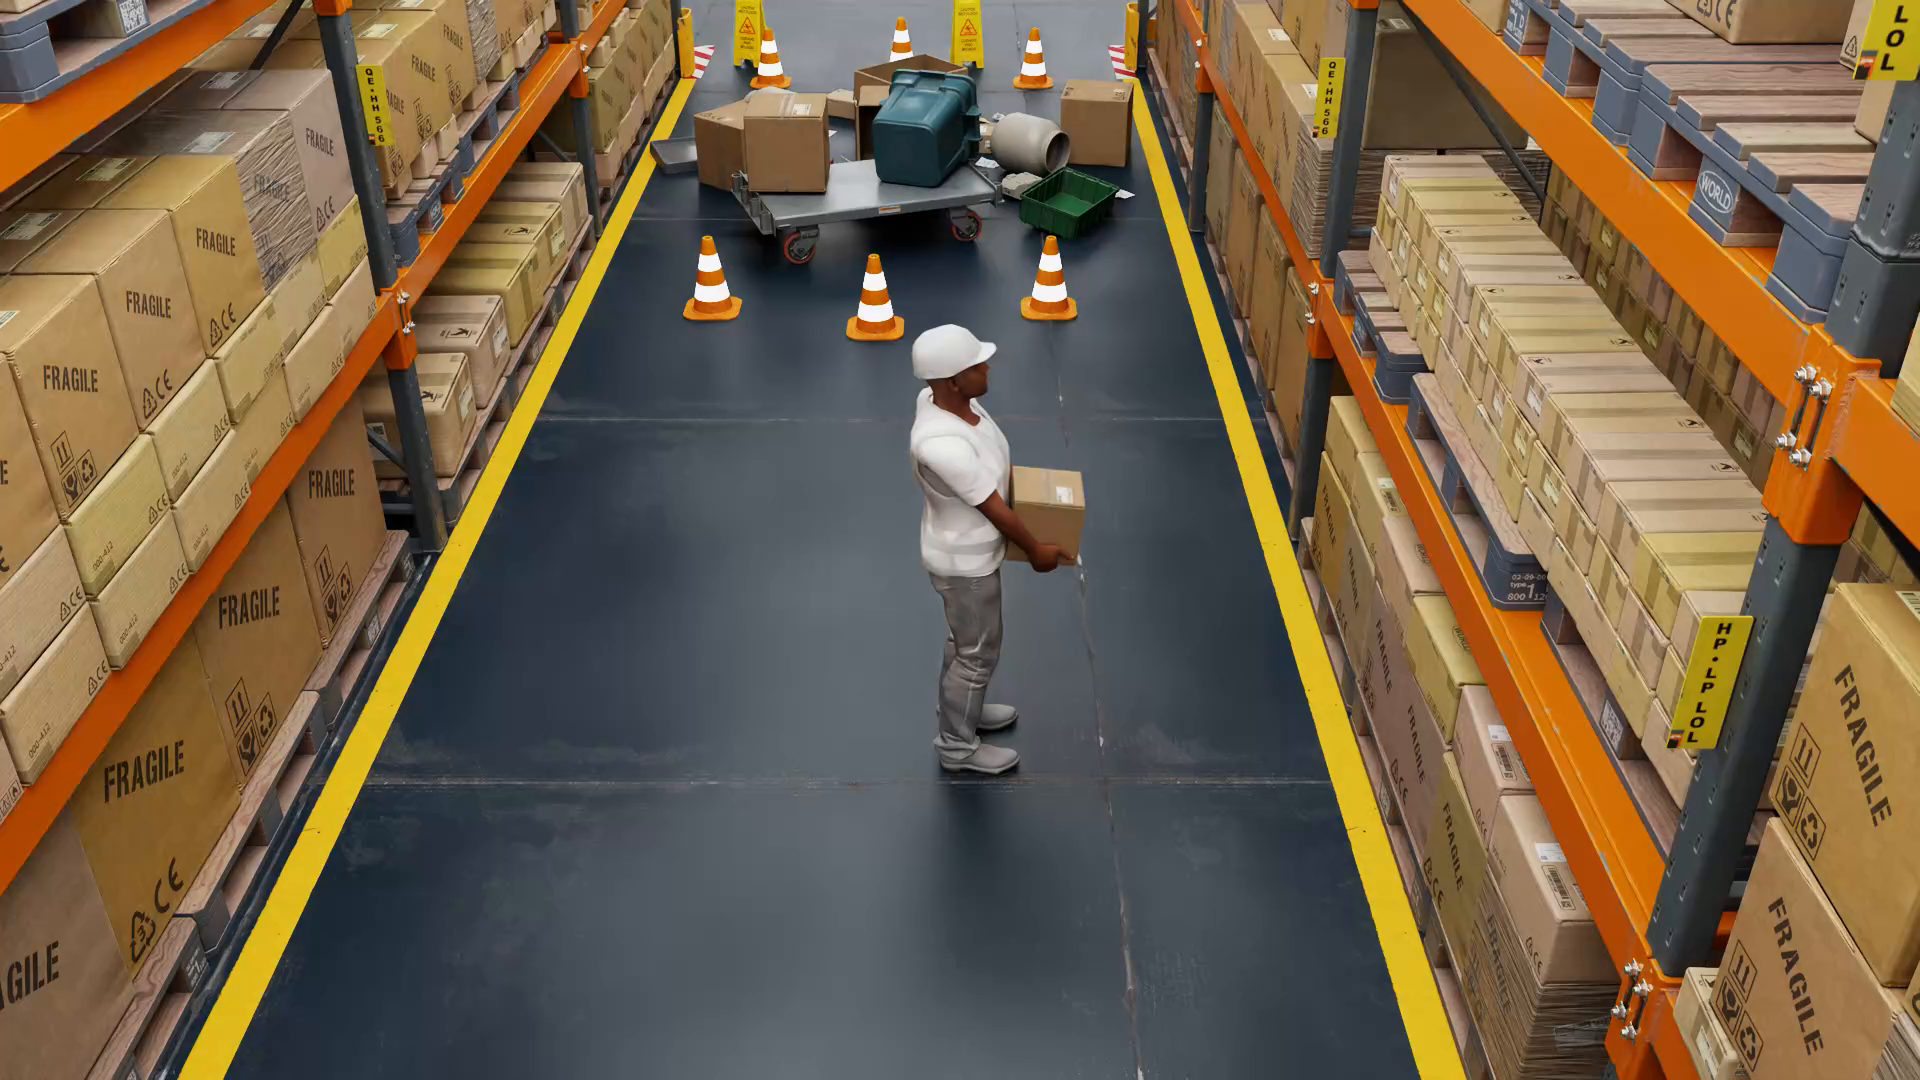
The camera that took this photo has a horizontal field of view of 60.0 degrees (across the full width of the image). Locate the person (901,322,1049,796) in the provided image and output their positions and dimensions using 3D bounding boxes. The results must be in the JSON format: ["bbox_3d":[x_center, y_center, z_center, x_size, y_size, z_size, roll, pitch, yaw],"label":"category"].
[{"bbox_3d":[0.095,0.057,6.014,0.524,1.768,0.541,10,33,16],"label":"person"}]
